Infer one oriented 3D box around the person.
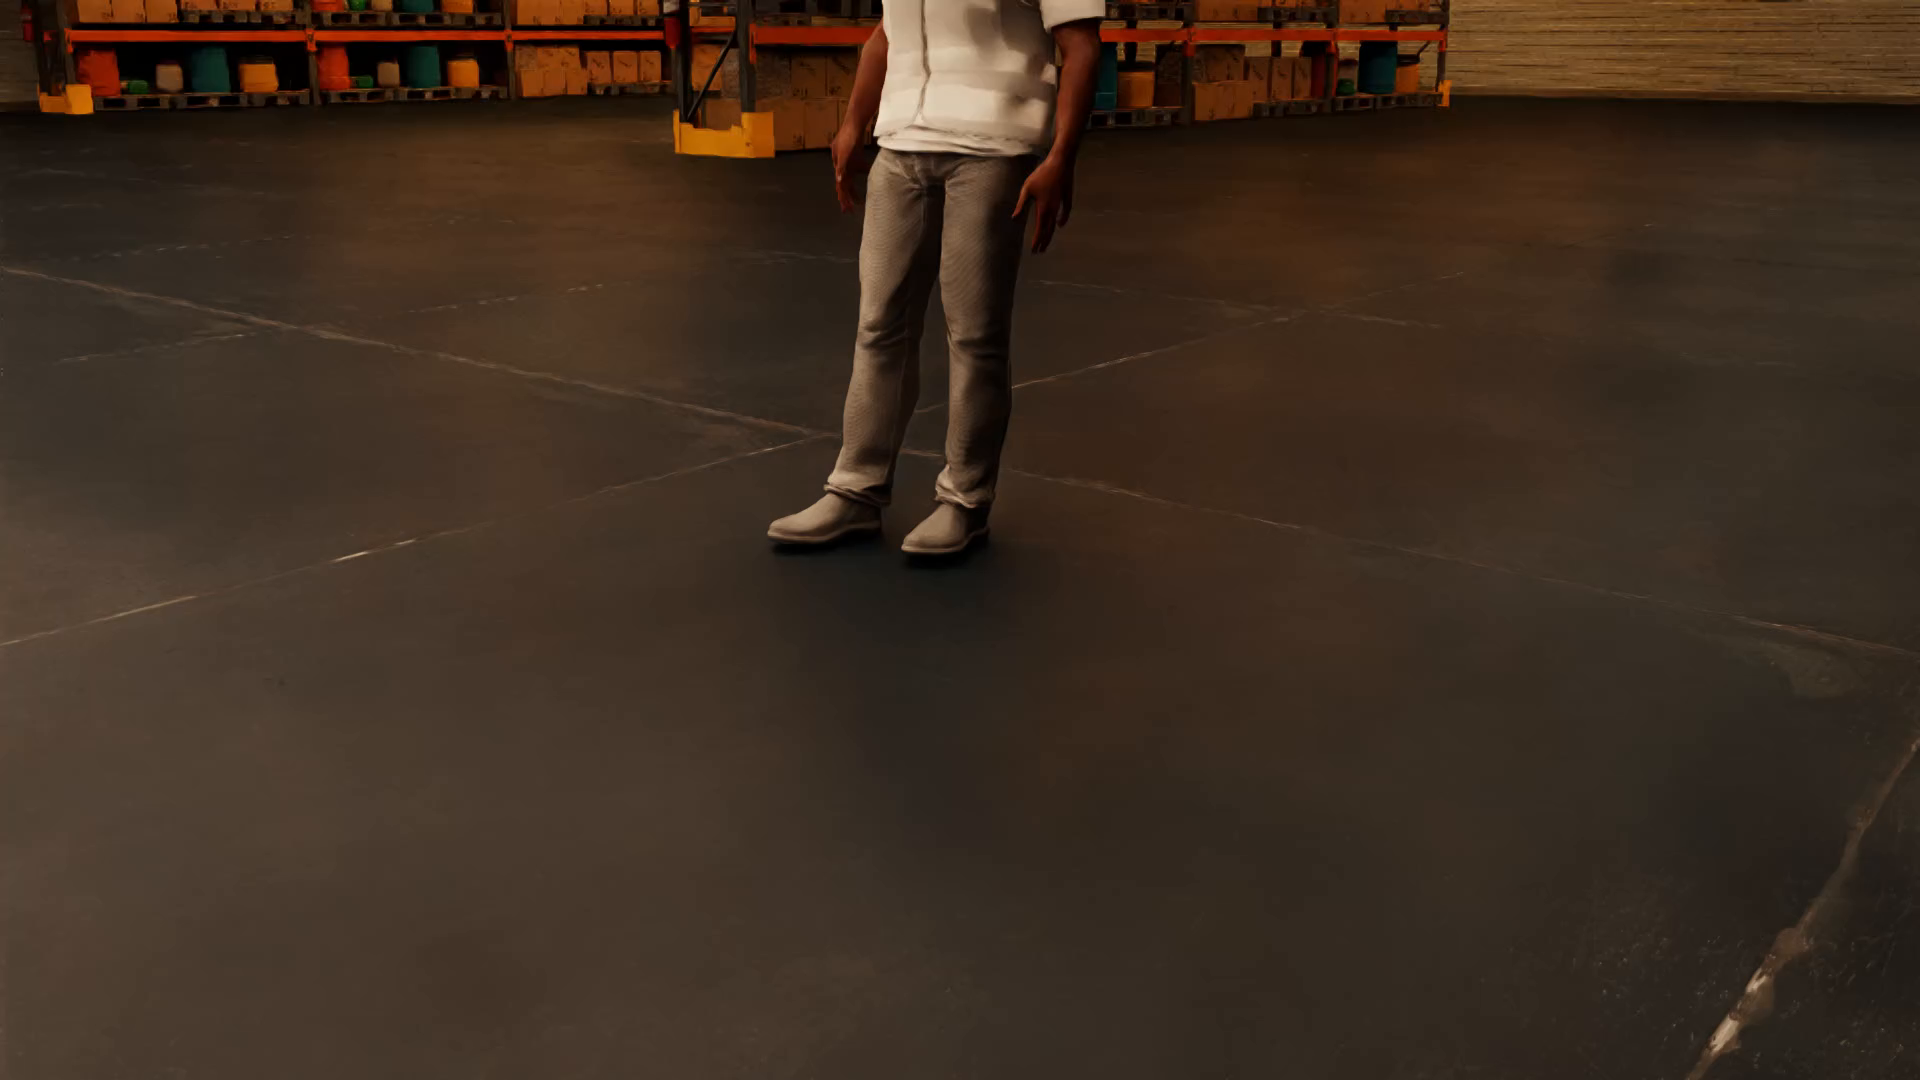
[{"bbox_3d":[-0.049,-0.837,3.635,0.665,1.766,0.576,13,21,37],"label":"person"}]
